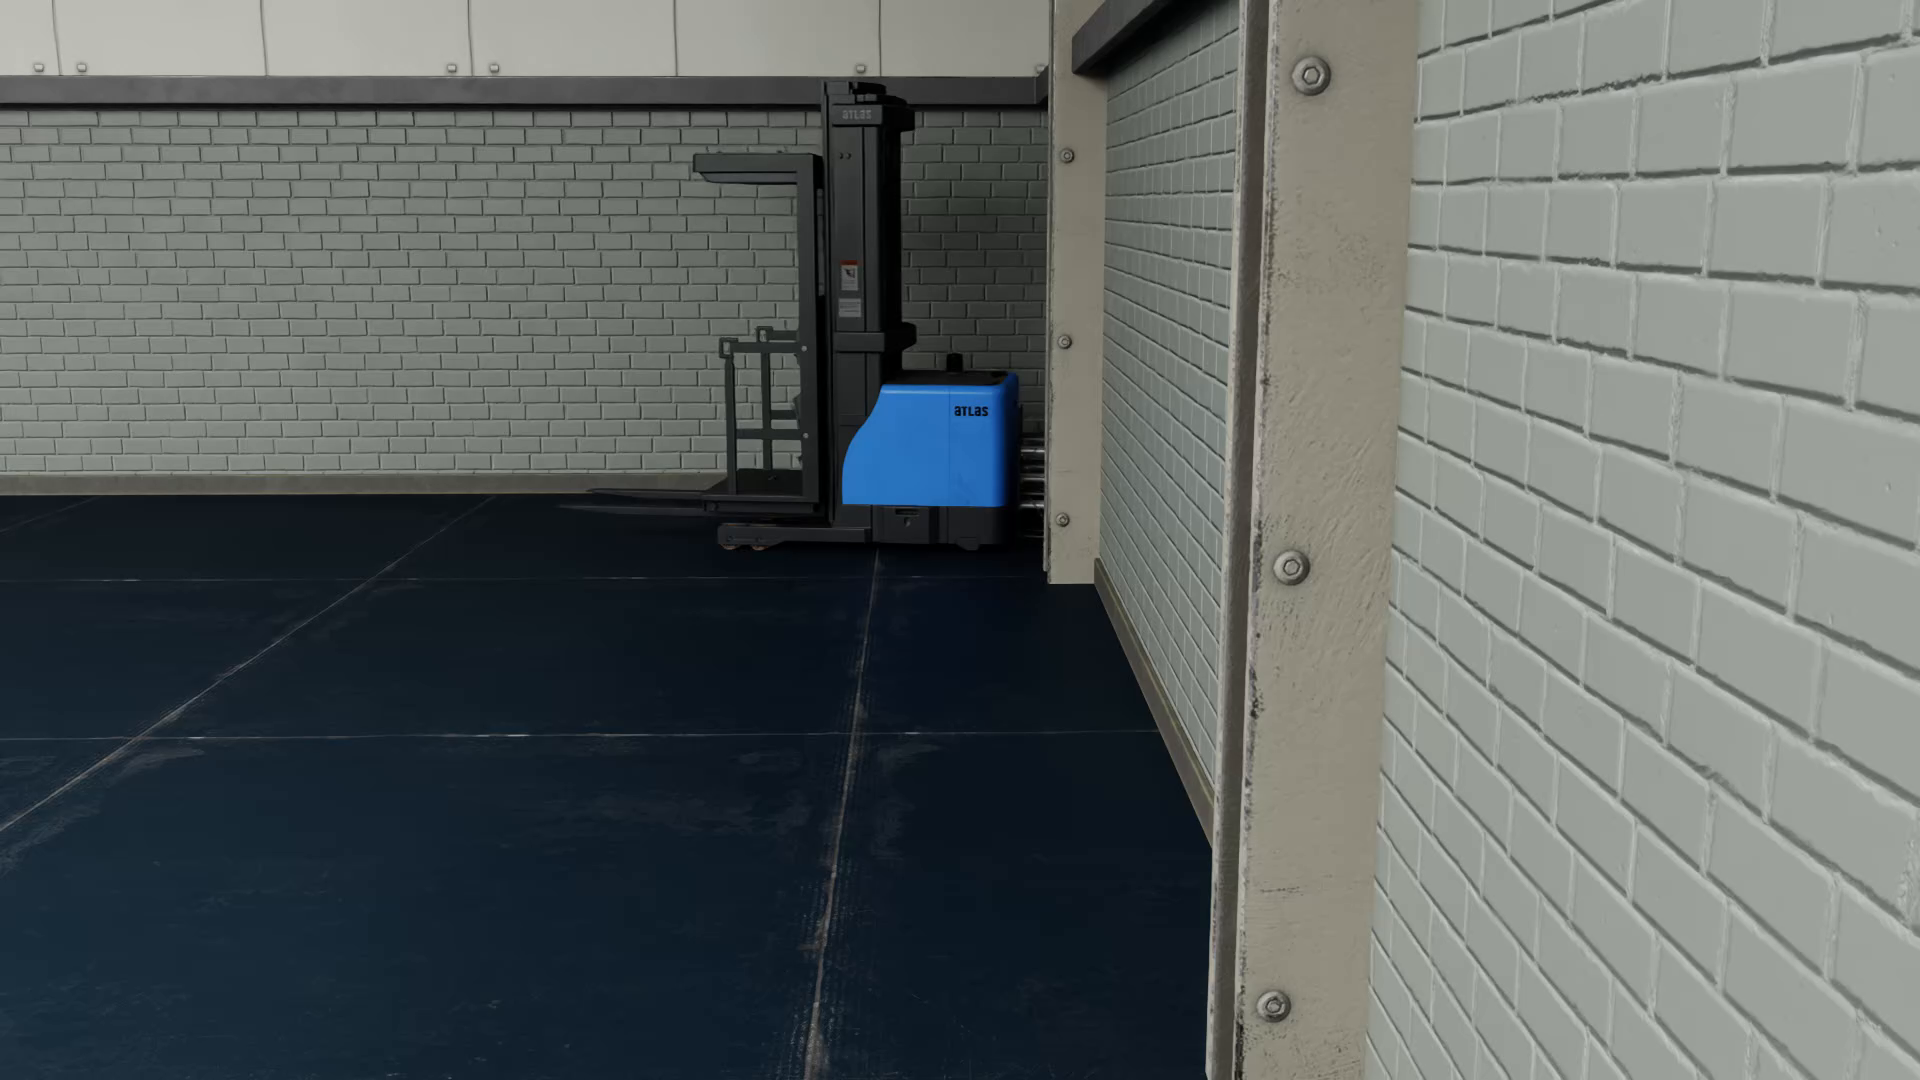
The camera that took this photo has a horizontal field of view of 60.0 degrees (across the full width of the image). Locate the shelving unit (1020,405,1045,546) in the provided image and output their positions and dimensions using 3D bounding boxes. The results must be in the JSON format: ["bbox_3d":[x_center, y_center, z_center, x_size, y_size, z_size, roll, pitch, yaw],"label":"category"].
[{"bbox_3d":[0.535,-0.423,10.878,0.258,0.900,0.210,2,12,7],"label":"shelving unit"}]

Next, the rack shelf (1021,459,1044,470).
[{"bbox_3d":[0.535,-0.478,10.866,0.258,0.077,0.200,2,12,7],"label":"rack shelf"}]

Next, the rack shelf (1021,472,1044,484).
[{"bbox_3d":[0.534,-0.390,10.884,0.258,0.077,0.200,2,12,7],"label":"rack shelf"}]

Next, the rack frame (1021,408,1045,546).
[{"bbox_3d":[0.523,-0.403,10.779,0.240,0.900,0.006,2,12,7],"label":"rack frame"}]

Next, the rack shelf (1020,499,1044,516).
[{"bbox_3d":[0.534,-0.214,10.920,0.258,0.077,0.200,2,12,7],"label":"rack shelf"}]

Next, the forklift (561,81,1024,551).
[{"bbox_3d":[-1.109,-1.471,10.939,3.031,2.935,1.130,1,12,7],"label":"forklift"}]

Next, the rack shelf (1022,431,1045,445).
[{"bbox_3d":[0.535,-0.655,10.831,0.258,0.077,0.200,2,12,7],"label":"rack shelf"}]

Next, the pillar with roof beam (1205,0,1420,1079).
[{"bbox_3d":[-3.511,-2.983,3.130,9.100,9.000,0.400,0,11,-1],"label":"pillar with roof beam"}]

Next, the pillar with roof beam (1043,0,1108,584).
[{"bbox_3d":[-3.635,-4.176,9.009,9.100,9.000,0.400,0,11,-1],"label":"pillar with roof beam"}]

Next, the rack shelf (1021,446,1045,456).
[{"bbox_3d":[0.535,-0.567,10.849,0.258,0.077,0.200,2,12,7],"label":"rack shelf"}]

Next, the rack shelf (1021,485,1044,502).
[{"bbox_3d":[0.534,-0.302,10.902,0.258,0.077,0.200,2,12,7],"label":"rack shelf"}]

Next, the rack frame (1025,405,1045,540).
[{"bbox_3d":[0.546,-0.443,10.977,0.240,0.900,0.006,2,12,7],"label":"rack frame"}]
